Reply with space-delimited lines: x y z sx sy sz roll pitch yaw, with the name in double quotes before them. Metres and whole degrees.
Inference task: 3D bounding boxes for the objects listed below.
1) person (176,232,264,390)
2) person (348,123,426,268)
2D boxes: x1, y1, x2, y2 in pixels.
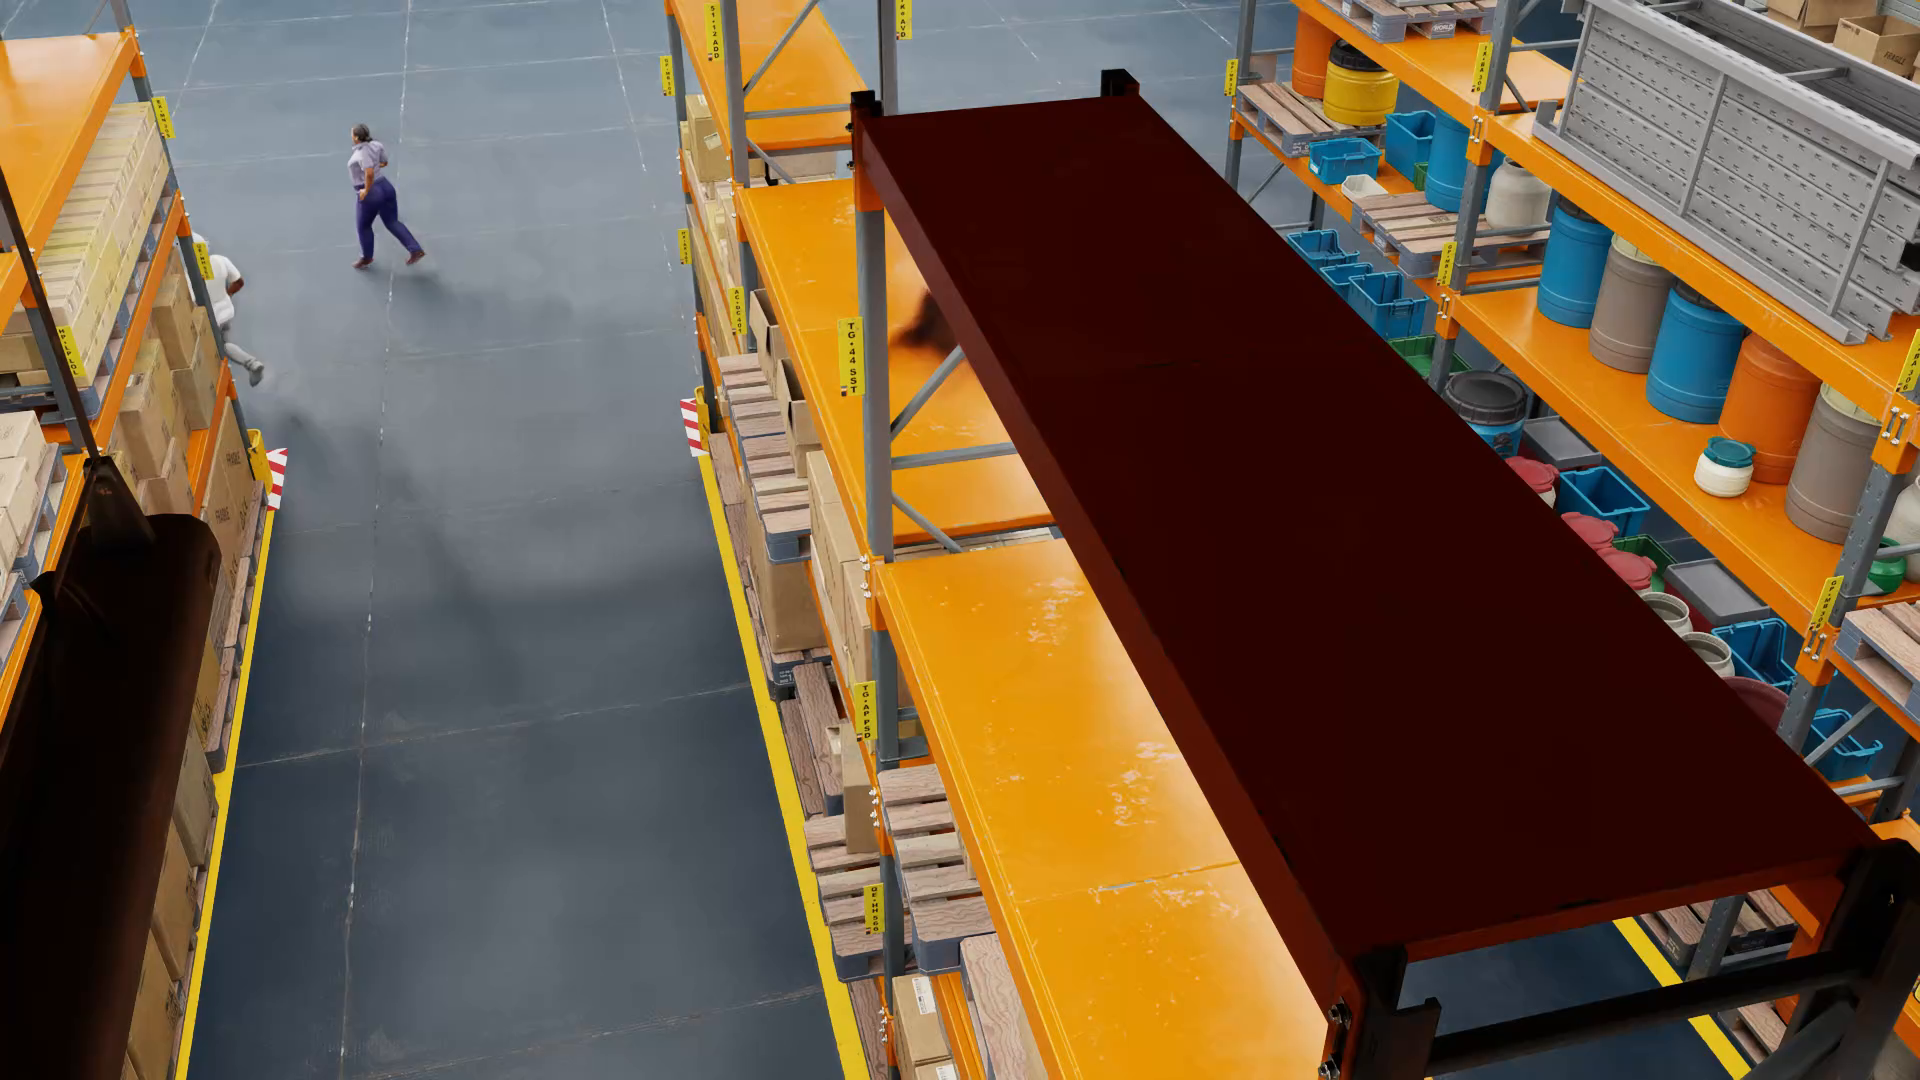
"person" -7.000 -2.080 15.613 0.672 1.727 0.703 16 38 22
"person" -6.334 -3.718 18.045 0.883 1.671 0.606 13 37 19
